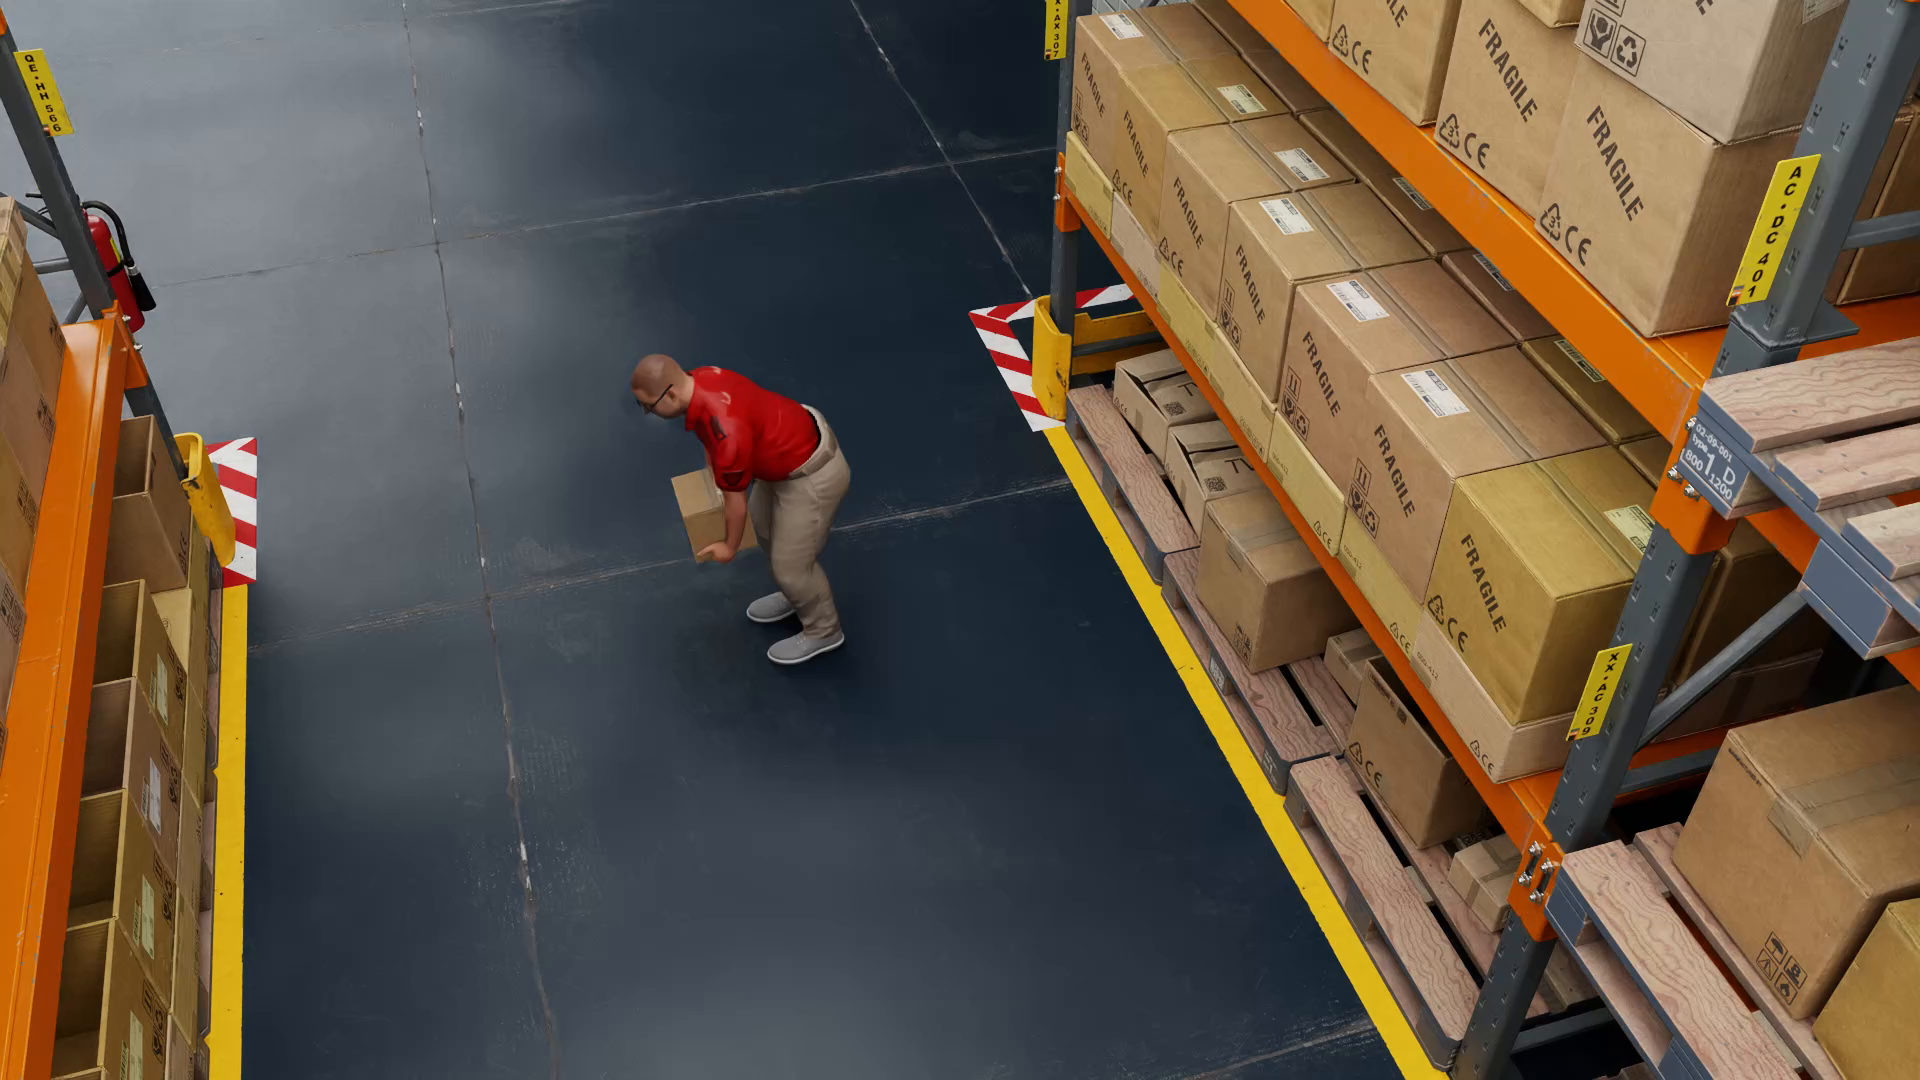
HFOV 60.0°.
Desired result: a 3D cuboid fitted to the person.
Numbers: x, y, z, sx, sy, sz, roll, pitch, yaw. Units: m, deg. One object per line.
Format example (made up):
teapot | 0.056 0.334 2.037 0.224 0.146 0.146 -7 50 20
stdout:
person | -0.819 -0.153 6.512 0.778 1.510 0.465 -13 43 -14
